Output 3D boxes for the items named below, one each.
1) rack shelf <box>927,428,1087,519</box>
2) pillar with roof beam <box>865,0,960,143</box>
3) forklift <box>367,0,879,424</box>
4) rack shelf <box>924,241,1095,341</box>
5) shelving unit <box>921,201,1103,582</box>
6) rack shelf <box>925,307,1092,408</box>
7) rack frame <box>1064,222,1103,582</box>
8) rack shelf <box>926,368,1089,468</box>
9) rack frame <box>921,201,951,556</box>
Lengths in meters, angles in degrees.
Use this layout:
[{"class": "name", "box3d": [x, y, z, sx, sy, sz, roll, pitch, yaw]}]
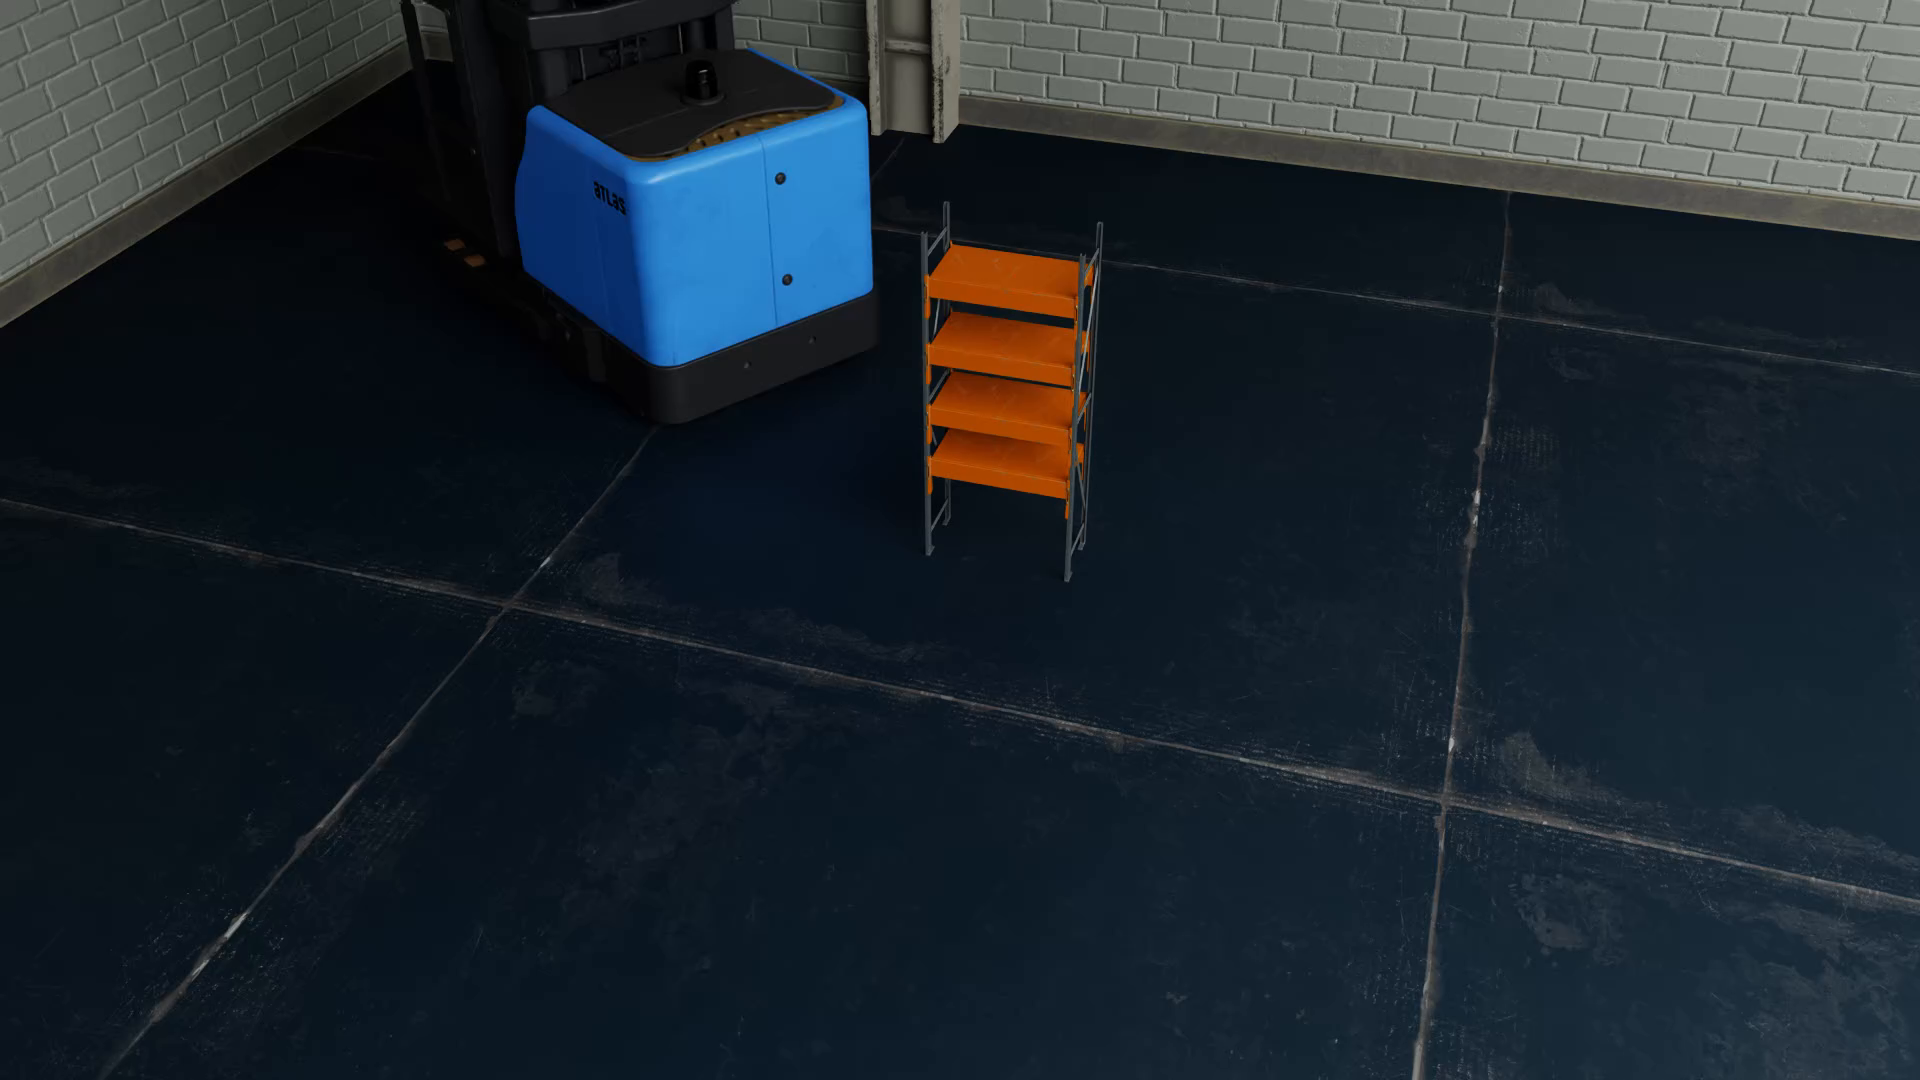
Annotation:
[{"class": "rack shelf", "box3d": [0.158, -0.240, 5.512, 0.480, 0.148, 0.258, 10, 38, 14]}, {"class": "pillar with roof beam", "box3d": [-1.517, -3.339, 2.695, 0.400, 9.000, 9.100, 10, 38, 14]}, {"class": "forklift", "box3d": [-1.655, -2.418, 6.563, 1.130, 2.935, 3.031, -26, 44, -31]}, {"class": "rack shelf", "box3d": [0.158, -0.770, 5.122, 0.480, 0.148, 0.258, 10, 38, 14]}, {"class": "shelving unit", "box3d": [0.158, -0.454, 5.355, 0.503, 1.200, 0.258, 10, 38, 14]}, {"class": "rack shelf", "box3d": [0.158, -0.580, 5.262, 0.480, 0.148, 0.258, 10, 38, 14]}, {"class": "rack frame", "box3d": [0.391, -0.411, 5.296, 0.015, 1.200, 0.240, 10, 38, 14]}, {"class": "rack shelf", "box3d": [0.158, -0.400, 5.394, 0.480, 0.148, 0.258, 10, 38, 14]}, {"class": "rack frame", "box3d": [-0.075, -0.497, 5.413, 0.015, 1.200, 0.240, 10, 38, 14]}]
